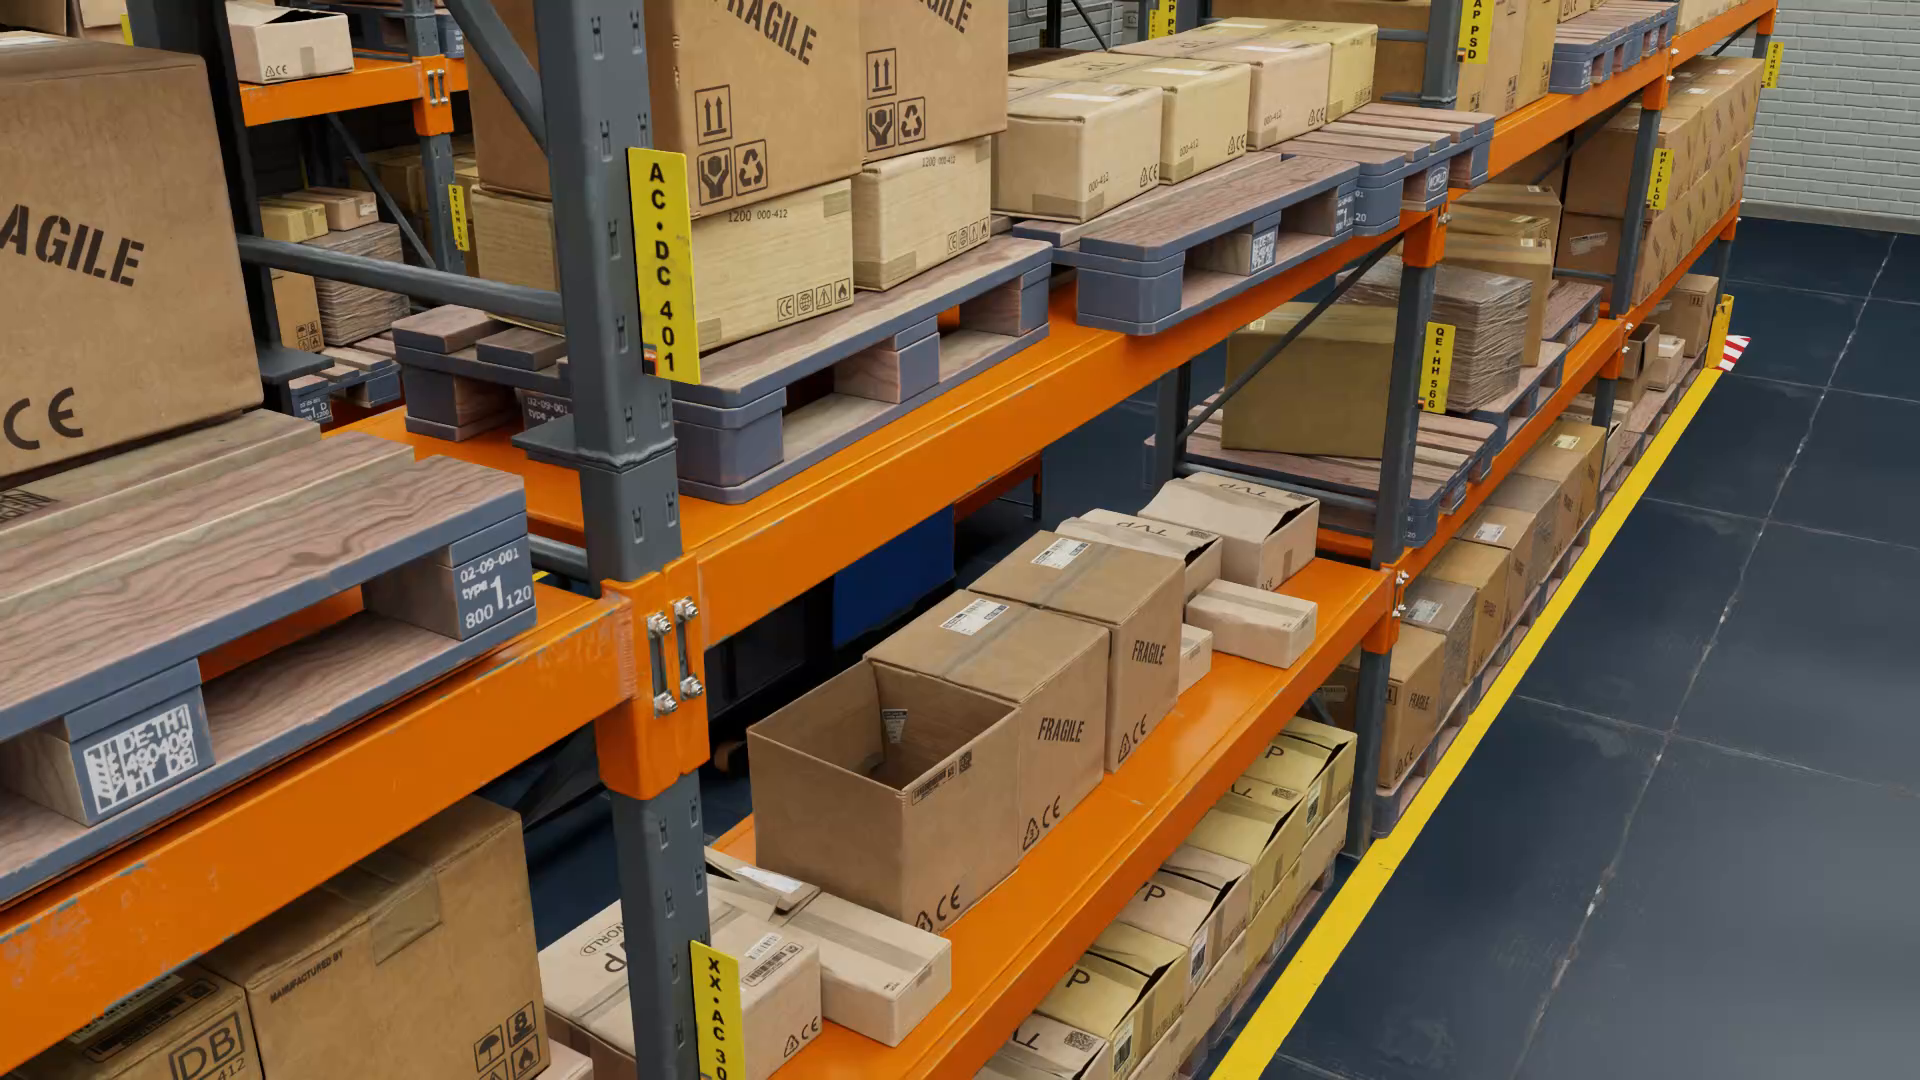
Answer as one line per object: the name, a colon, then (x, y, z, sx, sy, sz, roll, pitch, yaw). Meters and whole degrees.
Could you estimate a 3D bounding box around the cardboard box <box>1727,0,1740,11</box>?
cardboard box: (4.595, -3.472, 10.407, 0.500, 0.250, 0.500, 14, 27, 29)

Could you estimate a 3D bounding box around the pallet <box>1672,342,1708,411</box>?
pallet: (4.985, -1.321, 12.537, 1.003, 0.211, 1.213, 14, 27, 29)

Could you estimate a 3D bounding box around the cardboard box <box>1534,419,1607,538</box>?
cardboard box: (3.318, -0.374, 9.431, 0.500, 0.500, 0.500, 14, 27, 29)

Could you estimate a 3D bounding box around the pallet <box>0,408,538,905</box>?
pallet: (-1.313, 0.112, 2.052, 1.003, 0.211, 1.213, 14, 27, 29)

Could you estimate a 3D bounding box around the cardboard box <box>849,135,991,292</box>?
cardboard box: (-0.265, -0.738, 3.564, 0.500, 0.250, 0.500, 11, 26, 24)

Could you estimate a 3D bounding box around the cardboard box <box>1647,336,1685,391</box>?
cardboard box: (4.841, -1.286, 11.853, 0.500, 0.250, 0.500, 14, 27, 29)

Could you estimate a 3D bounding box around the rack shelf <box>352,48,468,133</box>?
rack shelf: (-1.931, -2.954, 9.928, 1.077, 0.370, 4.000, 14, 27, 29)

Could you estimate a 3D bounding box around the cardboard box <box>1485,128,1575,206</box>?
cardboard box: (3.382, -2.276, 9.846, 0.500, 0.500, 0.500, 14, 27, 29)

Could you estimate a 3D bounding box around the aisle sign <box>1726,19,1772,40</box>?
aisle sign: (5.741, -4.048, 12.052, 0.394, 0.787, 0.004, 14, 27, 29)

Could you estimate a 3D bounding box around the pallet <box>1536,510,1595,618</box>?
pallet: (2.938, 0.016, 9.447, 1.003, 0.211, 1.213, 14, 27, 29)

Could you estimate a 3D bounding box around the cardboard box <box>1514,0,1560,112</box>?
cardboard box: (1.970, -2.120, 6.970, 0.910, 0.500, 0.500, 14, 27, 29)

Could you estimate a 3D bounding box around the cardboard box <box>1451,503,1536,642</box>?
cardboard box: (2.519, 0.132, 8.261, 0.500, 0.500, 0.500, 13, 27, 27)

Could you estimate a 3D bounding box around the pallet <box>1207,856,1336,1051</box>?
pallet: (0.758, 1.354, 6.358, 1.003, 0.211, 1.213, 14, 27, 29)

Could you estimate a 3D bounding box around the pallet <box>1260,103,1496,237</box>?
pallet: (0.943, -1.238, 5.296, 1.213, 0.211, 1.003, 15, 28, 31)

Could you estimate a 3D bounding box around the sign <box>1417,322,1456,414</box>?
sign: (1.698, -0.612, 5.930, 0.100, 0.325, 0.005, 14, 27, 29)

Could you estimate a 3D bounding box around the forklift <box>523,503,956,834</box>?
forklift: (-1.261, -0.518, 7.258, 1.130, 2.935, 3.031, 15, 28, 31)

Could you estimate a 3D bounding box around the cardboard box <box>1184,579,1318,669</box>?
cardboard box: (0.985, 0.281, 5.642, 0.380, 0.149, 0.250, 14, 27, 29)

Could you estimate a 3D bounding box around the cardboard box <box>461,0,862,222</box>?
cardboard box: (-0.526, -0.890, 2.971, 0.500, 0.500, 0.500, 14, 27, 30)

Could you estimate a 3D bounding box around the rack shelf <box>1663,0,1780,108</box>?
rack shelf: (4.390, -3.267, 10.651, 1.077, 0.370, 4.000, 14, 27, 29)

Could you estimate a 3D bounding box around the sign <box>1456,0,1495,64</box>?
sign: (1.692, -1.727, 5.437, 0.100, 0.325, 0.005, 14, 27, 29)

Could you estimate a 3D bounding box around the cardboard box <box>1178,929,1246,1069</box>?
cardboard box: (0.618, 1.446, 5.567, 0.500, 0.250, 0.500, 15, 27, 30)

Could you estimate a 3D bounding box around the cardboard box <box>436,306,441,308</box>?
cardboard box: (-2.615, -1.189, 9.012, 0.380, 0.149, 0.250, 13, 27, 28)

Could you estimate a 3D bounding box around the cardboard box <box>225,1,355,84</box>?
cardboard box: (-3.136, -2.278, 7.547, 0.500, 0.311, 0.500, 14, 27, 29)

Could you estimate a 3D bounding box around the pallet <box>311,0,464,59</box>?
pallet: (-2.691, -2.751, 8.791, 1.213, 0.211, 1.003, 15, 28, 31)

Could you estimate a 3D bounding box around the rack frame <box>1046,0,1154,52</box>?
rack frame: (1.234, -3.933, 15.059, 1.000, 3.000, 0.127, 14, 27, 29)

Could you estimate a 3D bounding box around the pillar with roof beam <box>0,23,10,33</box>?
pillar with roof beam: (-0.749, -2.826, 4.951, 9.100, 9.000, 0.400, 14, 27, 29)

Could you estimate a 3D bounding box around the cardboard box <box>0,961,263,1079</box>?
cardboard box: (-1.379, 0.835, 2.287, 0.700, 0.500, 0.500, 14, 27, 29)

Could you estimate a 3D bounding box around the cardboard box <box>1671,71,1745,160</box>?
cardboard box: (4.908, -2.846, 11.164, 0.500, 0.500, 0.500, 15, 27, 30)

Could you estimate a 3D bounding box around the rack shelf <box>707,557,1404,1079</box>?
rack shelf: (0.170, 0.809, 5.010, 1.077, 0.370, 4.000, 14, 27, 29)

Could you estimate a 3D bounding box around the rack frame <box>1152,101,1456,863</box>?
rack frame: (1.225, -0.196, 6.427, 1.000, 3.000, 0.127, 14, 27, 29)

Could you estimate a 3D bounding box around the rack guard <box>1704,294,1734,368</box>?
rack guard: (5.405, -1.723, 13.101, 1.175, 0.500, 0.348, 14, 27, 29)

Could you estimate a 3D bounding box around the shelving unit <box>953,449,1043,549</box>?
shelving unit: (0.004, -0.518, 9.532, 0.538, 1.125, 1.048, 14, 27, 29)

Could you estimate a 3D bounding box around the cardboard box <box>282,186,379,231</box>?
cardboard box: (-3.142, -1.655, 8.302, 0.380, 0.149, 0.250, 10, 25, 22)

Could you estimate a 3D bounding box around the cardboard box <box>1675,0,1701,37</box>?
cardboard box: (3.802, -2.966, 9.238, 0.500, 0.250, 0.500, 14, 27, 29)

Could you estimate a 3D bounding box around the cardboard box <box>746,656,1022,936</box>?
cardboard box: (-0.188, 0.675, 4.290, 0.500, 0.500, 0.500, 16, 28, 33)

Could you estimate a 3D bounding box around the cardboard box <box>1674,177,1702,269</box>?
cardboard box: (4.368, -2.049, 10.580, 0.500, 0.500, 0.500, 14, 27, 29)

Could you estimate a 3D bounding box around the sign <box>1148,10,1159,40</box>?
sign: (1.688, -4.454, 14.508, 0.100, 0.325, 0.005, 14, 27, 29)

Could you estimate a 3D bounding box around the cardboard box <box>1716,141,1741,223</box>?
cardboard box: (5.169, -2.558, 11.757, 0.500, 0.500, 0.500, 14, 27, 29)

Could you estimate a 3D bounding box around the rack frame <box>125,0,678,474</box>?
rack frame: (-0.885, -1.599, 2.116, 1.000, 3.000, 0.127, 14, 27, 29)

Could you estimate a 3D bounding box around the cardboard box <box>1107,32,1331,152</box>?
cardboard box: (0.772, -1.351, 4.979, 0.500, 0.250, 0.500, 15, 27, 30)

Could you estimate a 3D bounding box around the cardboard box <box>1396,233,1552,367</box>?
cardboard box: (2.455, -1.175, 8.035, 0.700, 0.500, 0.500, 7, 24, 16)

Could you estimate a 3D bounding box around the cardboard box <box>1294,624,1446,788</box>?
cardboard box: (1.708, 0.656, 7.052, 0.500, 0.500, 0.500, 15, 28, 31)

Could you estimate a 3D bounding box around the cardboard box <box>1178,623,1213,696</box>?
cardboard box: (0.600, 0.362, 5.455, 0.380, 0.149, 0.250, 16, 28, 33)

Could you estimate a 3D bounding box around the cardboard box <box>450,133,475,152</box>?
cardboard box: (-2.690, -2.150, 9.471, 0.500, 0.250, 0.500, 13, 27, 27)

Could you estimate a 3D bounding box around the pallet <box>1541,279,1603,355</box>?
pallet: (2.821, -1.211, 9.013, 1.003, 0.211, 1.213, 14, 27, 29)

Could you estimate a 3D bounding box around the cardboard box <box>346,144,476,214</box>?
cardboard box: (-2.967, -1.976, 9.069, 0.500, 0.250, 0.500, 15, 27, 30)

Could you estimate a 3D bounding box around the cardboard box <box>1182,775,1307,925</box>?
cardboard box: (0.889, 1.021, 5.842, 0.500, 0.311, 0.500, 13, 27, 28)

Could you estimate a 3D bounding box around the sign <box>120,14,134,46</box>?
sign: (-1.351, -0.714, 2.802, 0.100, 0.325, 0.005, 14, 27, 29)

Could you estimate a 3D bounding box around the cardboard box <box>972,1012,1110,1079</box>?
cardboard box: (0.085, 1.536, 4.653, 0.500, 0.311, 0.500, 13, 27, 27)

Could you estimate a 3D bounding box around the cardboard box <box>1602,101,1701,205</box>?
cardboard box: (4.094, -2.325, 9.960, 0.500, 0.500, 0.500, 13, 27, 27)
